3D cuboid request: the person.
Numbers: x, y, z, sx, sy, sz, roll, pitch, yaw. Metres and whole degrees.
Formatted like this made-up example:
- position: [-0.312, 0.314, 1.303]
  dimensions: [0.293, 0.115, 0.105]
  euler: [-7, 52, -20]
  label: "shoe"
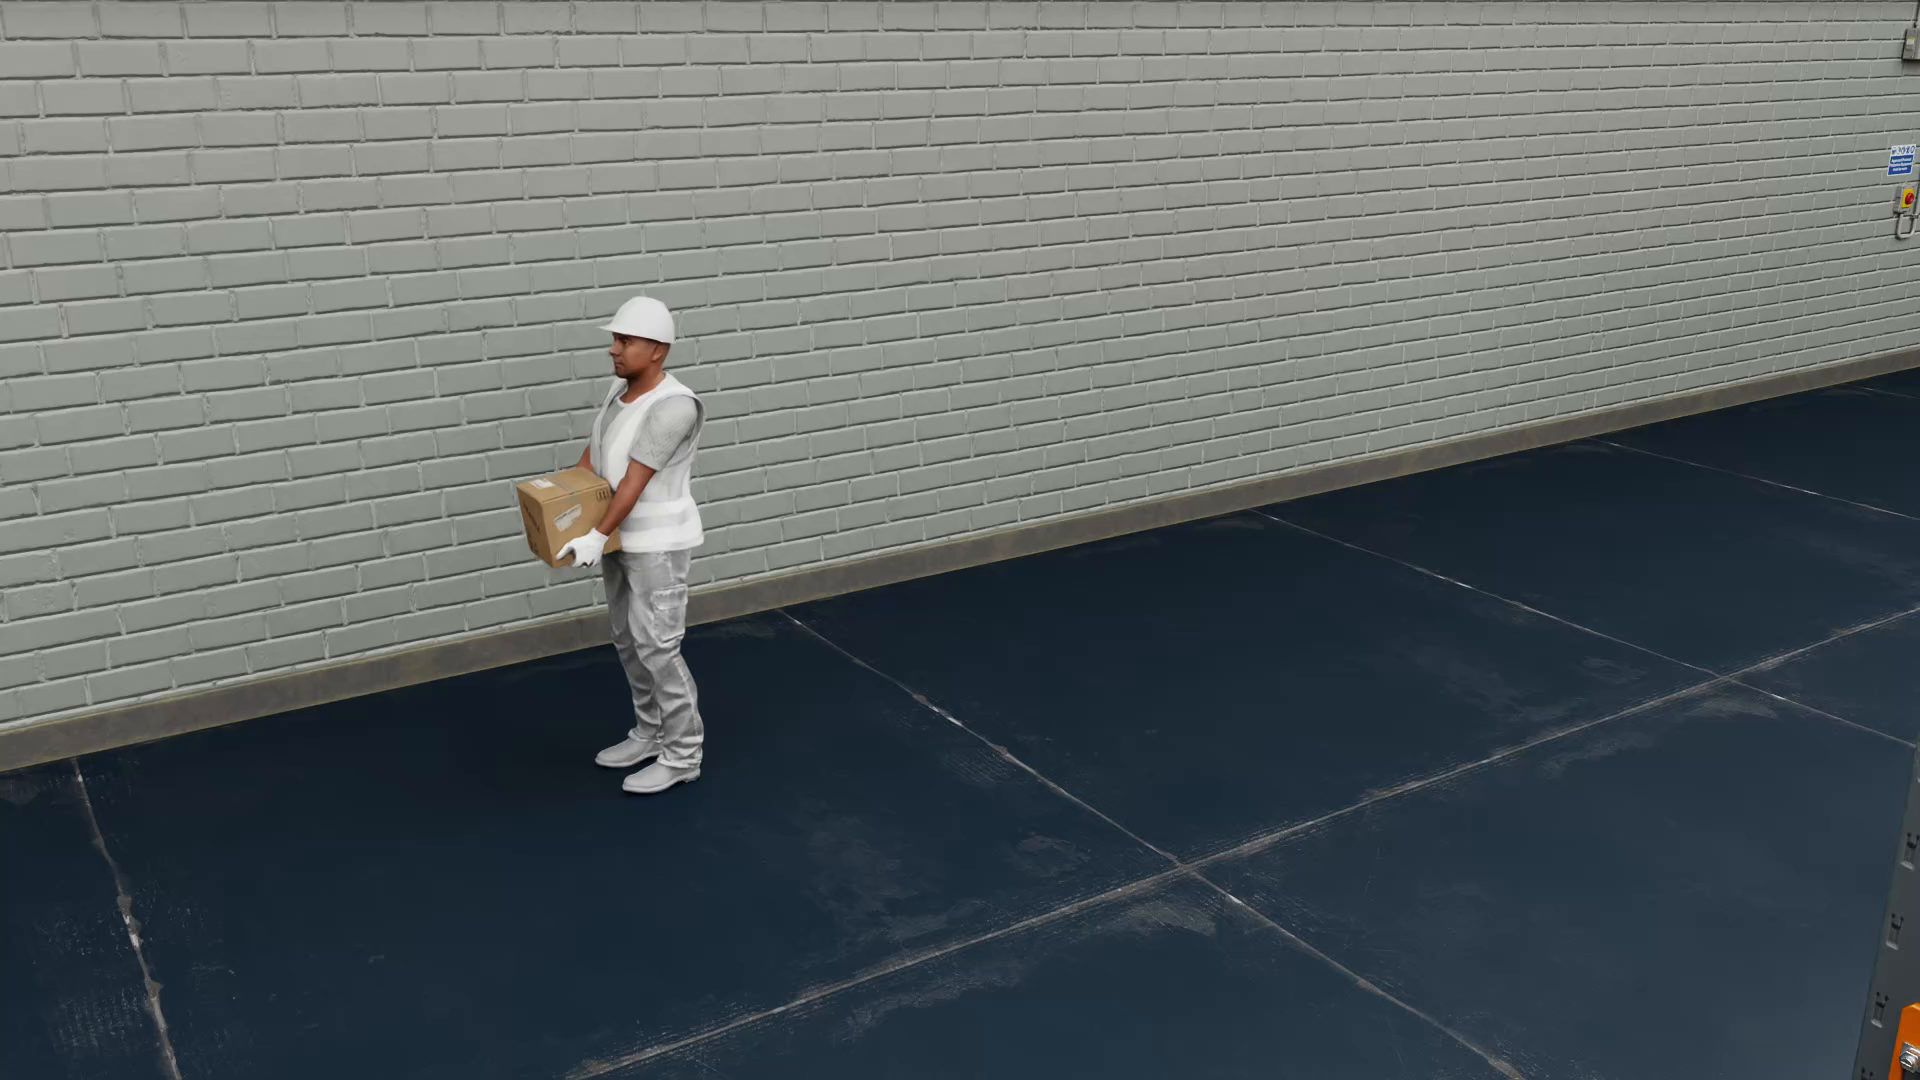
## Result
- position: [-1.205, 0.033, 5.919]
  dimensions: [0.565, 1.781, 0.489]
  euler: [-11, 21, -31]
  label: "person"
